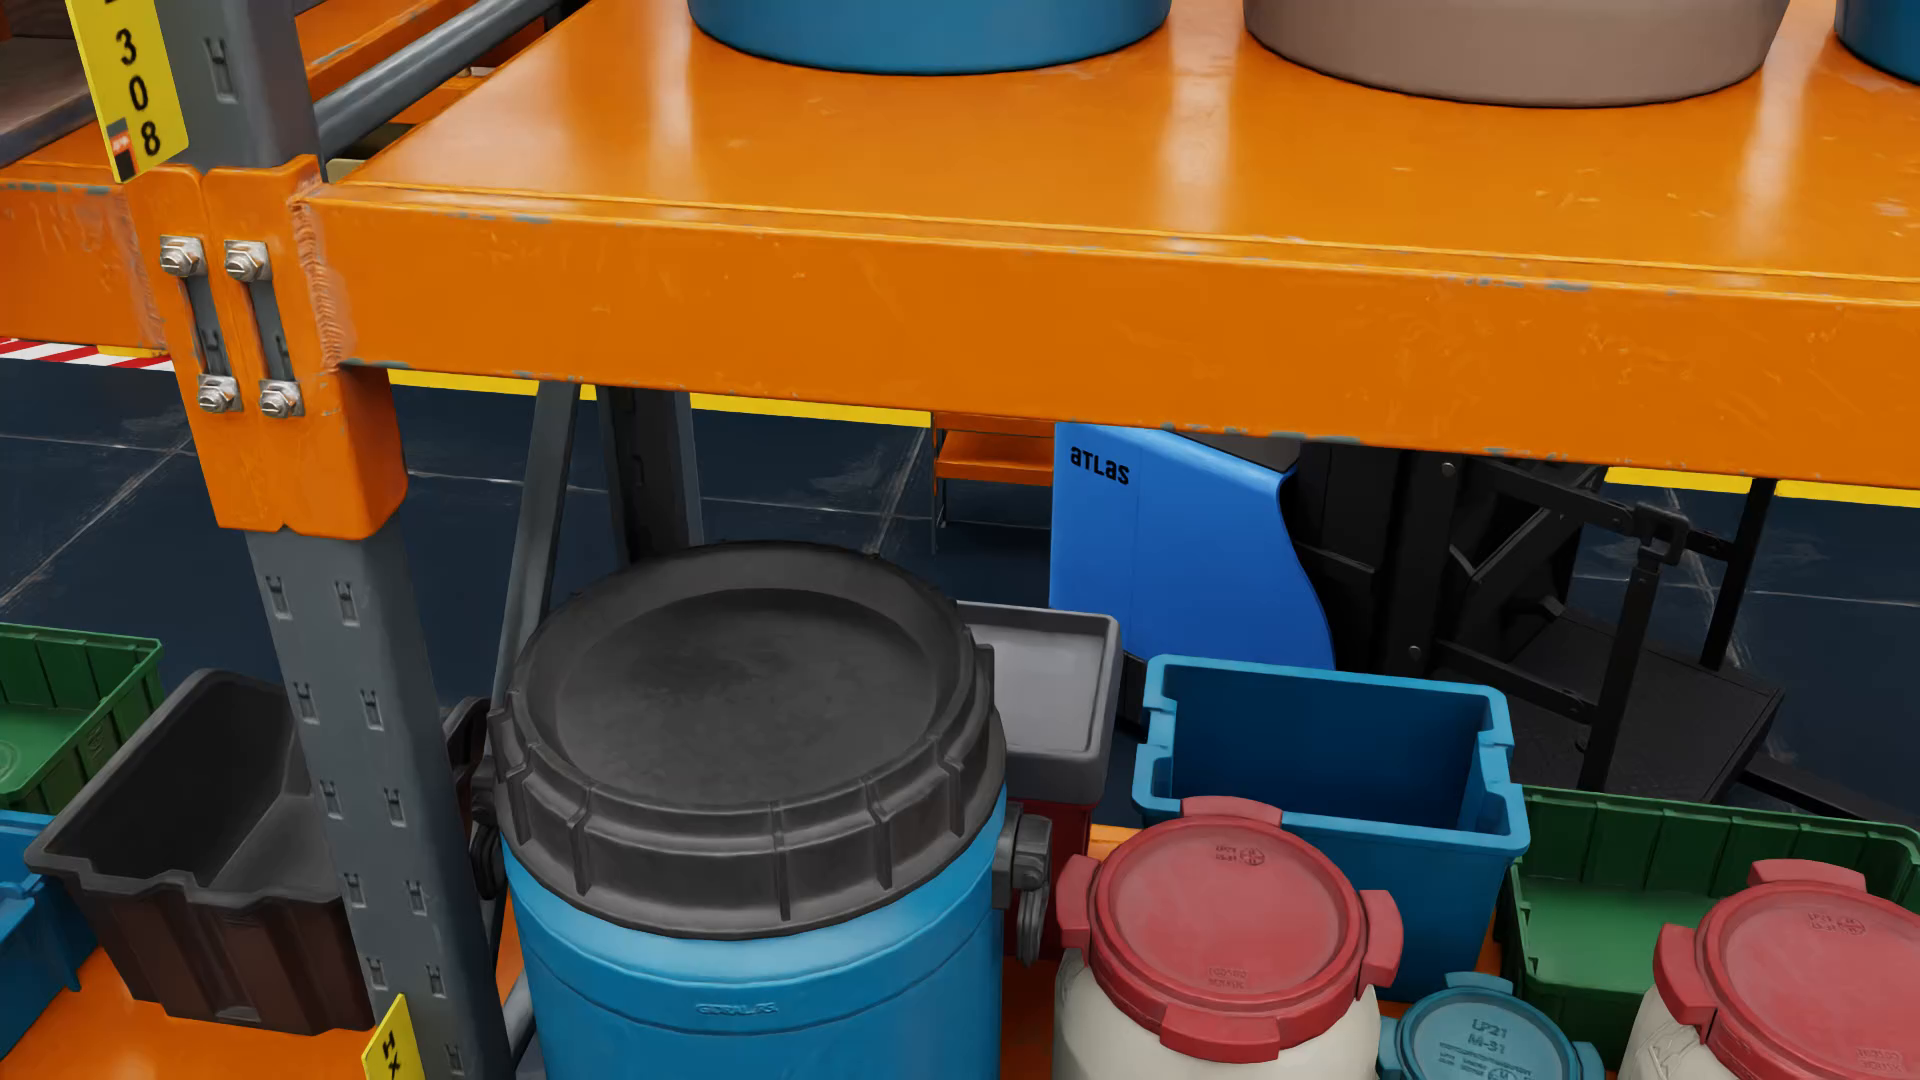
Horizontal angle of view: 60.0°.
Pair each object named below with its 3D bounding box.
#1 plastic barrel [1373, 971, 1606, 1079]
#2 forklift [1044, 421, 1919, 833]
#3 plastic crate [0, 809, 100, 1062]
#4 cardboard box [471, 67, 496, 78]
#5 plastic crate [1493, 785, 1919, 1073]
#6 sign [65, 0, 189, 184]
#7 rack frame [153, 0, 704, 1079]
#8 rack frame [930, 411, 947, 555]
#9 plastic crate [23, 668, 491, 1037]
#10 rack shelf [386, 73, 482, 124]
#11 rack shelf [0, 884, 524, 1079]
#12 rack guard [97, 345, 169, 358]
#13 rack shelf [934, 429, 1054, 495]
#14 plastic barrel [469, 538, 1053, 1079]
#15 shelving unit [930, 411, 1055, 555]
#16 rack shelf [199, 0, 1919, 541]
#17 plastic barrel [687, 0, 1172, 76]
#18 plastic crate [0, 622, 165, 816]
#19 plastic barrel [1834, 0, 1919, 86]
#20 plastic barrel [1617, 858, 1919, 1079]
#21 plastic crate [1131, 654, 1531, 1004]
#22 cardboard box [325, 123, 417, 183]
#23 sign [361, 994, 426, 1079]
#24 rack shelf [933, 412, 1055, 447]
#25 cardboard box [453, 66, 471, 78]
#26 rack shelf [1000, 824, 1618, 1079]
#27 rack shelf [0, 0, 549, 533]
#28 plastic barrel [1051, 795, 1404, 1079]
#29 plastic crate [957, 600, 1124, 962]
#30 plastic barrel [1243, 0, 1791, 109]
[{"bbox_3d":[0.705,0.793,2.287,0.301,0.262,0.301,0,32,0],"label":"plastic barrel"},{"bbox_3d":[1.721,-0.450,4.206,3.031,2.935,1.130,24,39,33],"label":"forklift"},{"bbox_3d":[-1.710,0.642,2.537,0.616,0.251,0.499,5,32,8],"label":"plastic crate"},{"bbox_3d":[-1.695,-2.269,6.953,0.500,0.500,0.700,6,33,10],"label":"cardboard box"},{"bbox_3d":[1.191,0.633,2.611,0.662,0.188,0.450,5,32,8],"label":"plastic crate"},{"bbox_3d":[-0.677,-0.453,1.311,0.005,0.325,0.100,5,32,8],"label":"sign"},{"bbox_3d":[-0.574,0.537,2.564,0.053,2.616,0.949,5,32,8],"label":"rack frame"},{"bbox_3d":[-0.077,-0.516,5.943,0.015,1.200,0.240,5,32,8],"label":"rack frame"},{"bbox_3d":[-1.068,0.449,2.764,0.504,0.338,0.767,5,32,8],"label":"plastic crate"},{"bbox_3d":[-1.708,-1.928,7.181,4.000,0.370,1.077,5,32,8],"label":"rack shelf"},{"bbox_3d":[-2.545,0.662,3.043,4.000,0.370,1.077,5,32,8],"label":"rack shelf"},{"bbox_3d":[-3.703,-1.354,7.942,0.348,0.500,1.175,5,32,8],"label":"rack guard"},{"bbox_3d":[0.163,-0.268,6.049,0.480,0.148,0.258,5,32,8],"label":"rack shelf"},{"bbox_3d":[-0.244,0.516,2.126,0.708,0.901,0.600,5,32,8],"label":"plastic barrel"},{"bbox_3d":[0.163,-0.494,5.908,0.503,1.200,0.258,5,32,8],"label":"shelving unit"},{"bbox_3d":[1.398,-0.252,1.677,4.000,0.370,1.077,5,32,8],"label":"rack shelf"},{"bbox_3d":[-0.036,-1.016,1.747,0.708,0.901,0.600,5,32,8],"label":"plastic barrel"},{"bbox_3d":[-1.864,0.357,3.053,0.662,0.188,0.450,5,32,8],"label":"plastic crate"},{"bbox_3d":[1.254,-0.900,1.560,0.708,0.901,0.600,5,32,8],"label":"plastic barrel"},{"bbox_3d":[1.056,0.744,2.107,0.433,0.535,0.433,0,32,0],"label":"plastic barrel"},{"bbox_3d":[0.566,0.478,2.674,0.575,0.384,0.392,5,32,8],"label":"plastic crate"},{"bbox_3d":[-2.695,-1.534,7.363,0.500,0.500,0.500,5,32,8],"label":"cardboard box"},{"bbox_3d":[-0.677,0.705,2.036,0.005,0.325,0.100,5,32,8],"label":"sign"},{"bbox_3d":[0.163,-0.437,5.944,0.480,0.148,0.258,5,32,8],"label":"rack shelf"},{"bbox_3d":[-2.214,-2.314,7.025,0.500,0.500,0.700,5,32,9],"label":"cardboard box"},{"bbox_3d":[1.398,1.019,2.473,4.000,0.370,1.077,5,32,8],"label":"rack shelf"},{"bbox_3d":[-2.545,-0.609,2.247,4.000,0.370,1.077,5,32,8],"label":"rack shelf"},{"bbox_3d":[0.333,0.678,2.211,0.433,0.535,0.433,0,32,0],"label":"plastic barrel"},{"bbox_3d":[-0.045,0.392,2.737,0.583,0.464,0.402,5,32,8],"label":"plastic crate"},{"bbox_3d":[0.609,-0.958,1.654,0.600,0.901,0.600,0,32,0],"label":"plastic barrel"}]
